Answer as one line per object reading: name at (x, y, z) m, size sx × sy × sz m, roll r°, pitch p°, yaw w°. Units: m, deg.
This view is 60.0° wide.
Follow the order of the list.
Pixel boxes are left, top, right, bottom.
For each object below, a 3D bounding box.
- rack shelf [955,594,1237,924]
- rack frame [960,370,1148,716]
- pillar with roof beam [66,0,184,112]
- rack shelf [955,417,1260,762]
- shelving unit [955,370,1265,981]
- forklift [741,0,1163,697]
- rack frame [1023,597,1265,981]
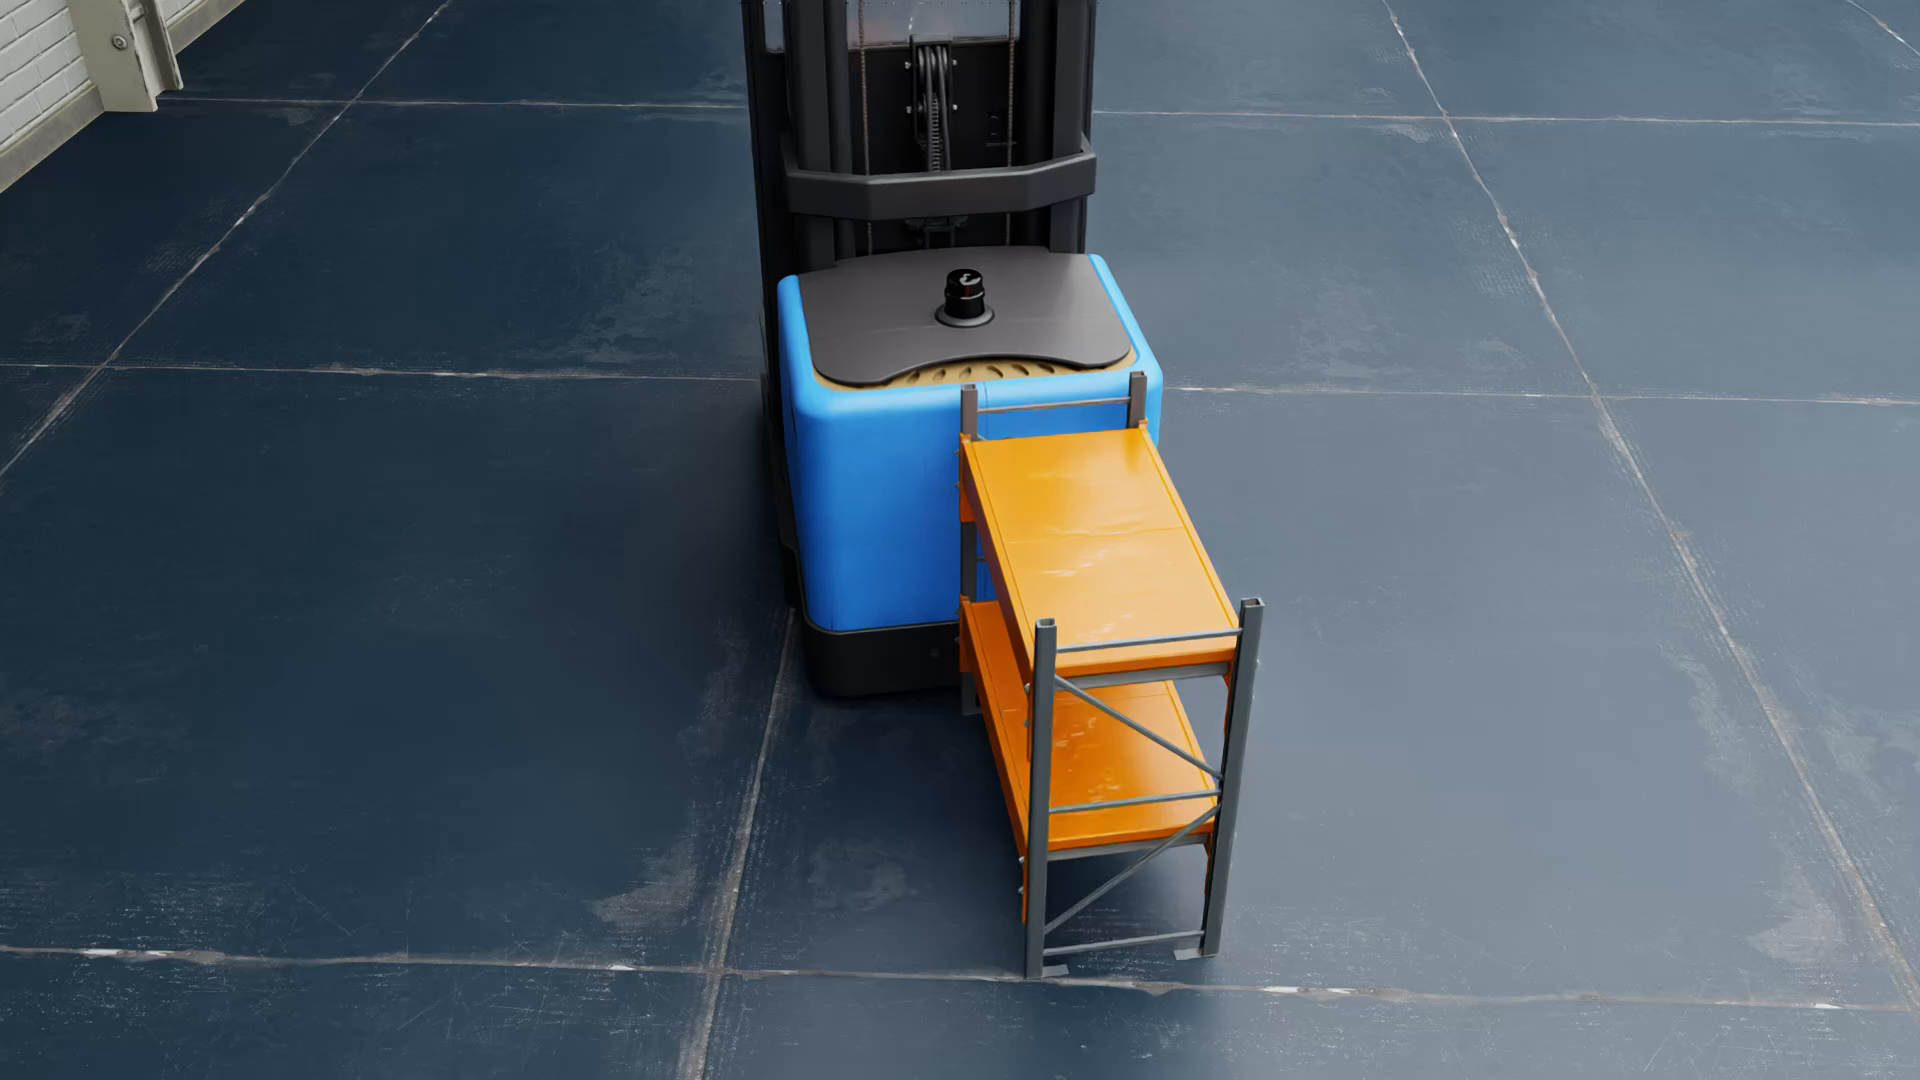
rack shelf at (0.329, 0.527, 4.448) m, size 0.538 × 0.278 × 1.000 m, roll -5°, pitch 35°, yaw -7°
rack frame at (0.250, 0.038, 4.718) m, size 0.500 × 1.125 × 0.032 m, roll -5°, pitch 35°, yaw -7°
pillar with roof beam at (-0.246, -6.037, 6.514) m, size 9.100 × 9.000 × 0.400 m, roll 1°, pitch 35°, yaw 2°
rack shelf at (0.329, 0.087, 4.139) m, size 0.538 × 0.278 × 1.000 m, roll -5°, pitch 35°, yaw -7°
shelving unit at (0.329, 0.327, 4.307) m, size 0.538 × 1.125 × 1.048 m, roll -5°, pitch 35°, yaw -7°
forklift at (-0.162, -1.571, 5.436) m, size 1.130 × 2.935 × 3.031 m, roll -5°, pitch 35°, yaw -7°
rack frame at (0.409, 0.615, 3.896) m, size 0.500 × 1.125 × 0.032 m, roll -5°, pitch 35°, yaw -7°
